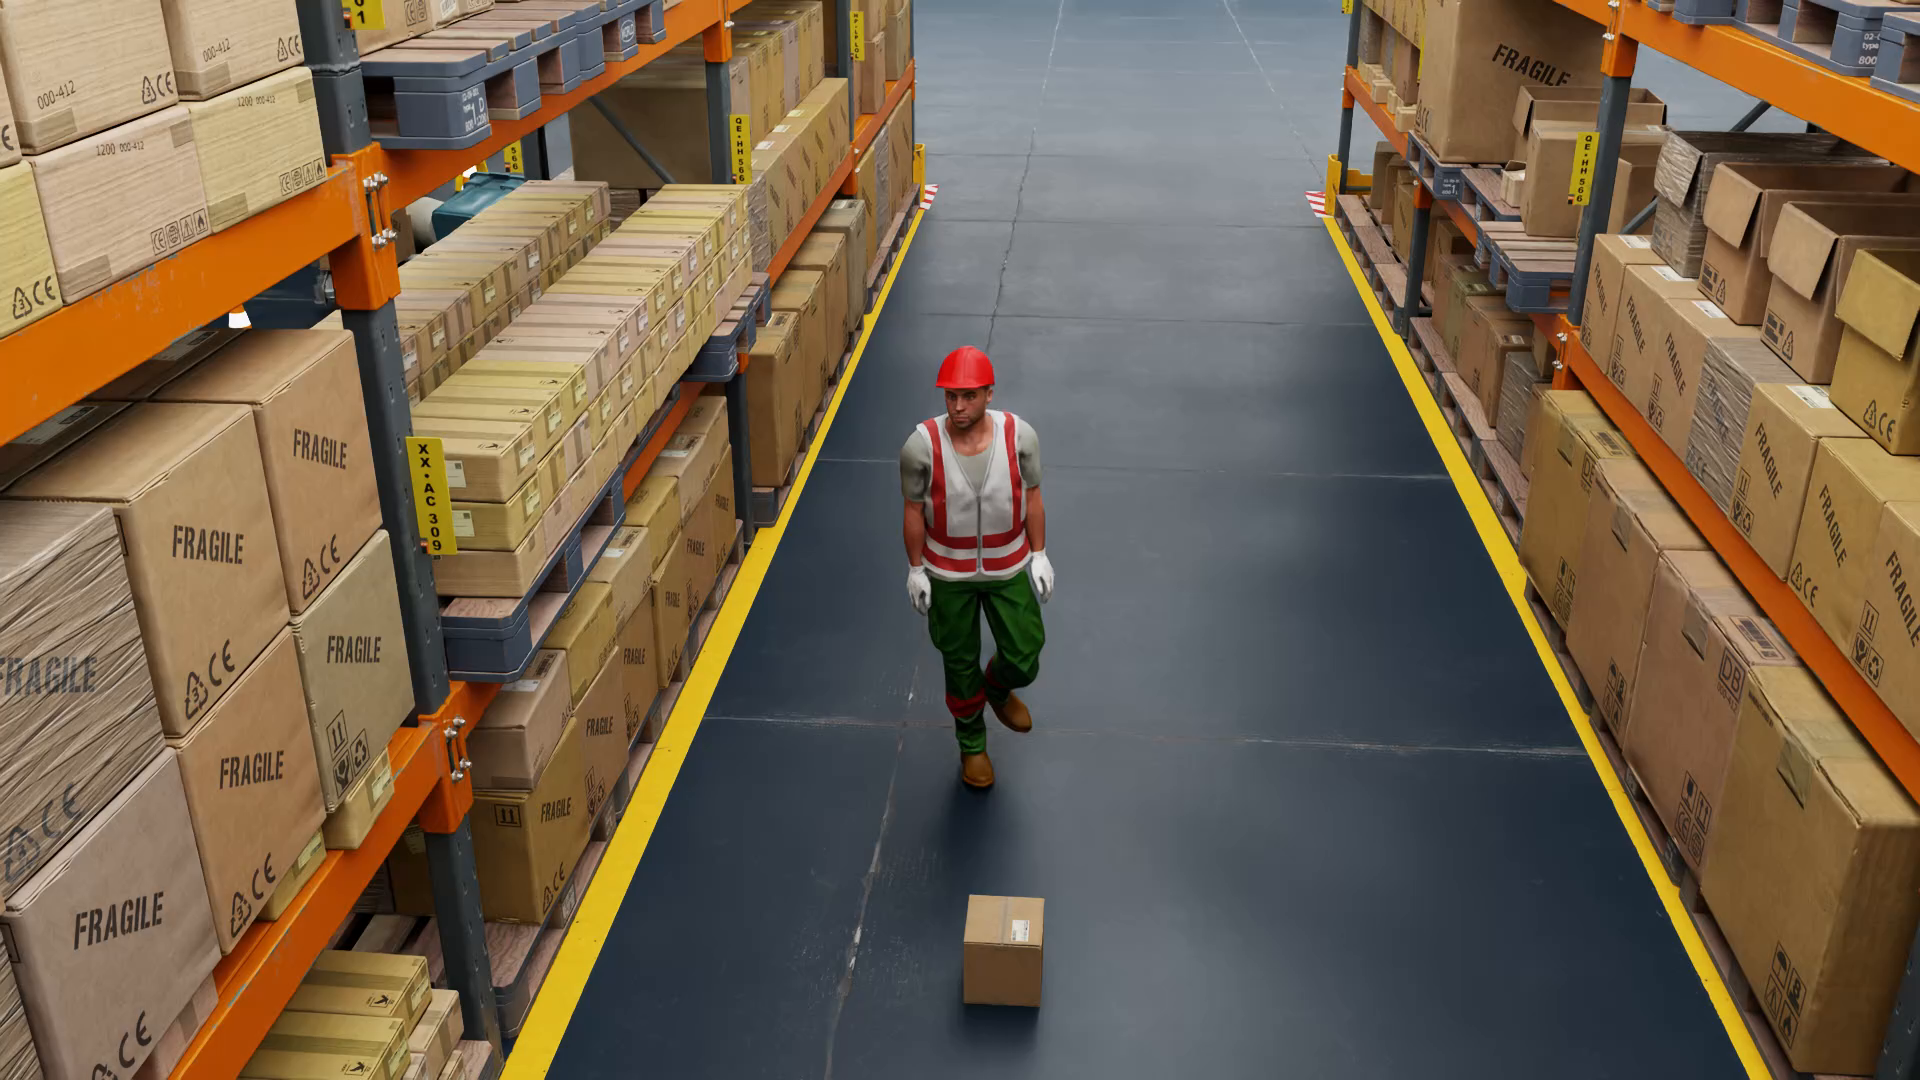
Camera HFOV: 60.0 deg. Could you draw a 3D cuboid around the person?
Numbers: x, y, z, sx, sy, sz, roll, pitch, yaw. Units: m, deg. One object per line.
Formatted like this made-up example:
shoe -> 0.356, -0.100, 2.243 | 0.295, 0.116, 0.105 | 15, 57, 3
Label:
person -> 0.064, 0.084, 6.334 | 0.584, 1.783, 0.547 | -2, 24, -5
